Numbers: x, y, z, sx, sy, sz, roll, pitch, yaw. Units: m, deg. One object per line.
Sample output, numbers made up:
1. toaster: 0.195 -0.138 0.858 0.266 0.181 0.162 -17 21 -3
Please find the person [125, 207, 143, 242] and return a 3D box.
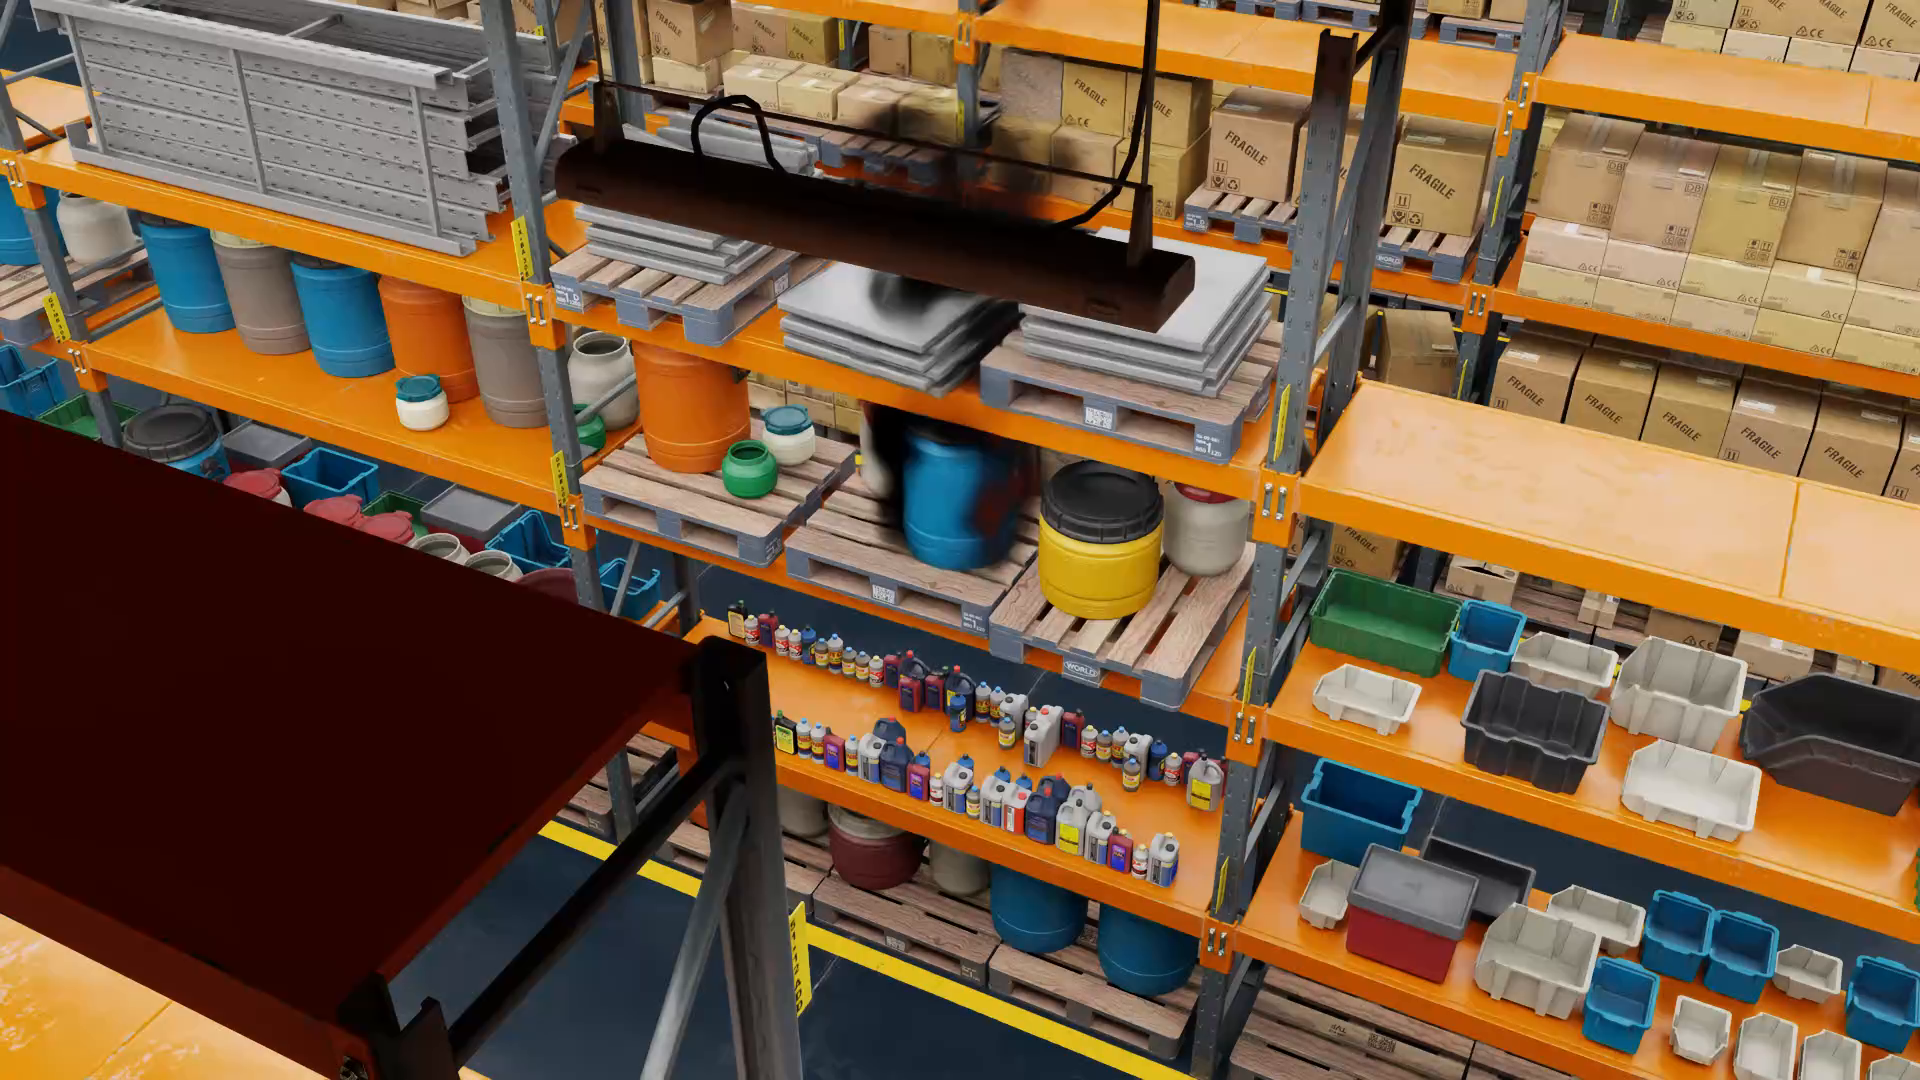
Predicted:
1. person: -8.902 -3.565 17.528 0.568 1.663 0.654 -21 40 -27
